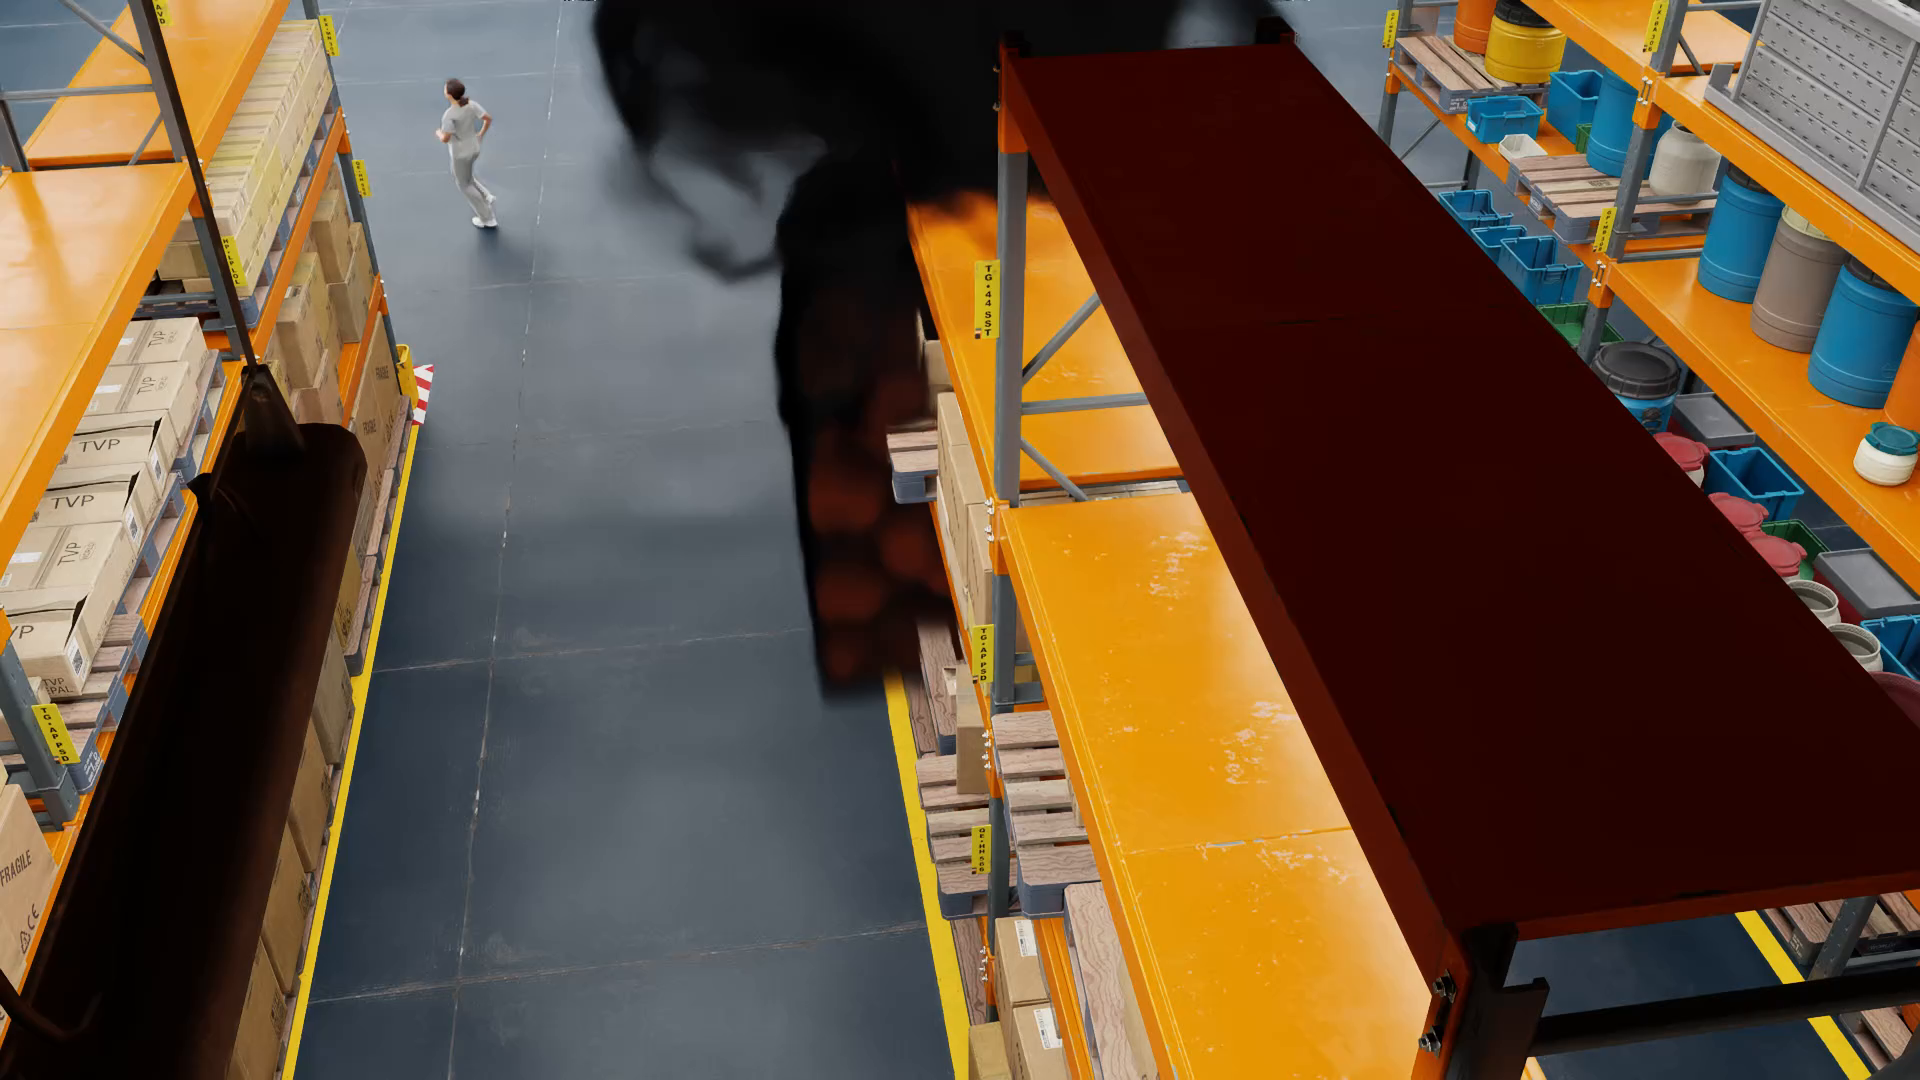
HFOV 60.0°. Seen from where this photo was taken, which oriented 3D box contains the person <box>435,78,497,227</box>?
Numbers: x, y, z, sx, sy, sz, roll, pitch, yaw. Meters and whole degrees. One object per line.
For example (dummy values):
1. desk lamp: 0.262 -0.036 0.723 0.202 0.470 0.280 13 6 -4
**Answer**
1. person: -5.291 -4.134 17.691 0.585 1.633 0.548 15 39 19
